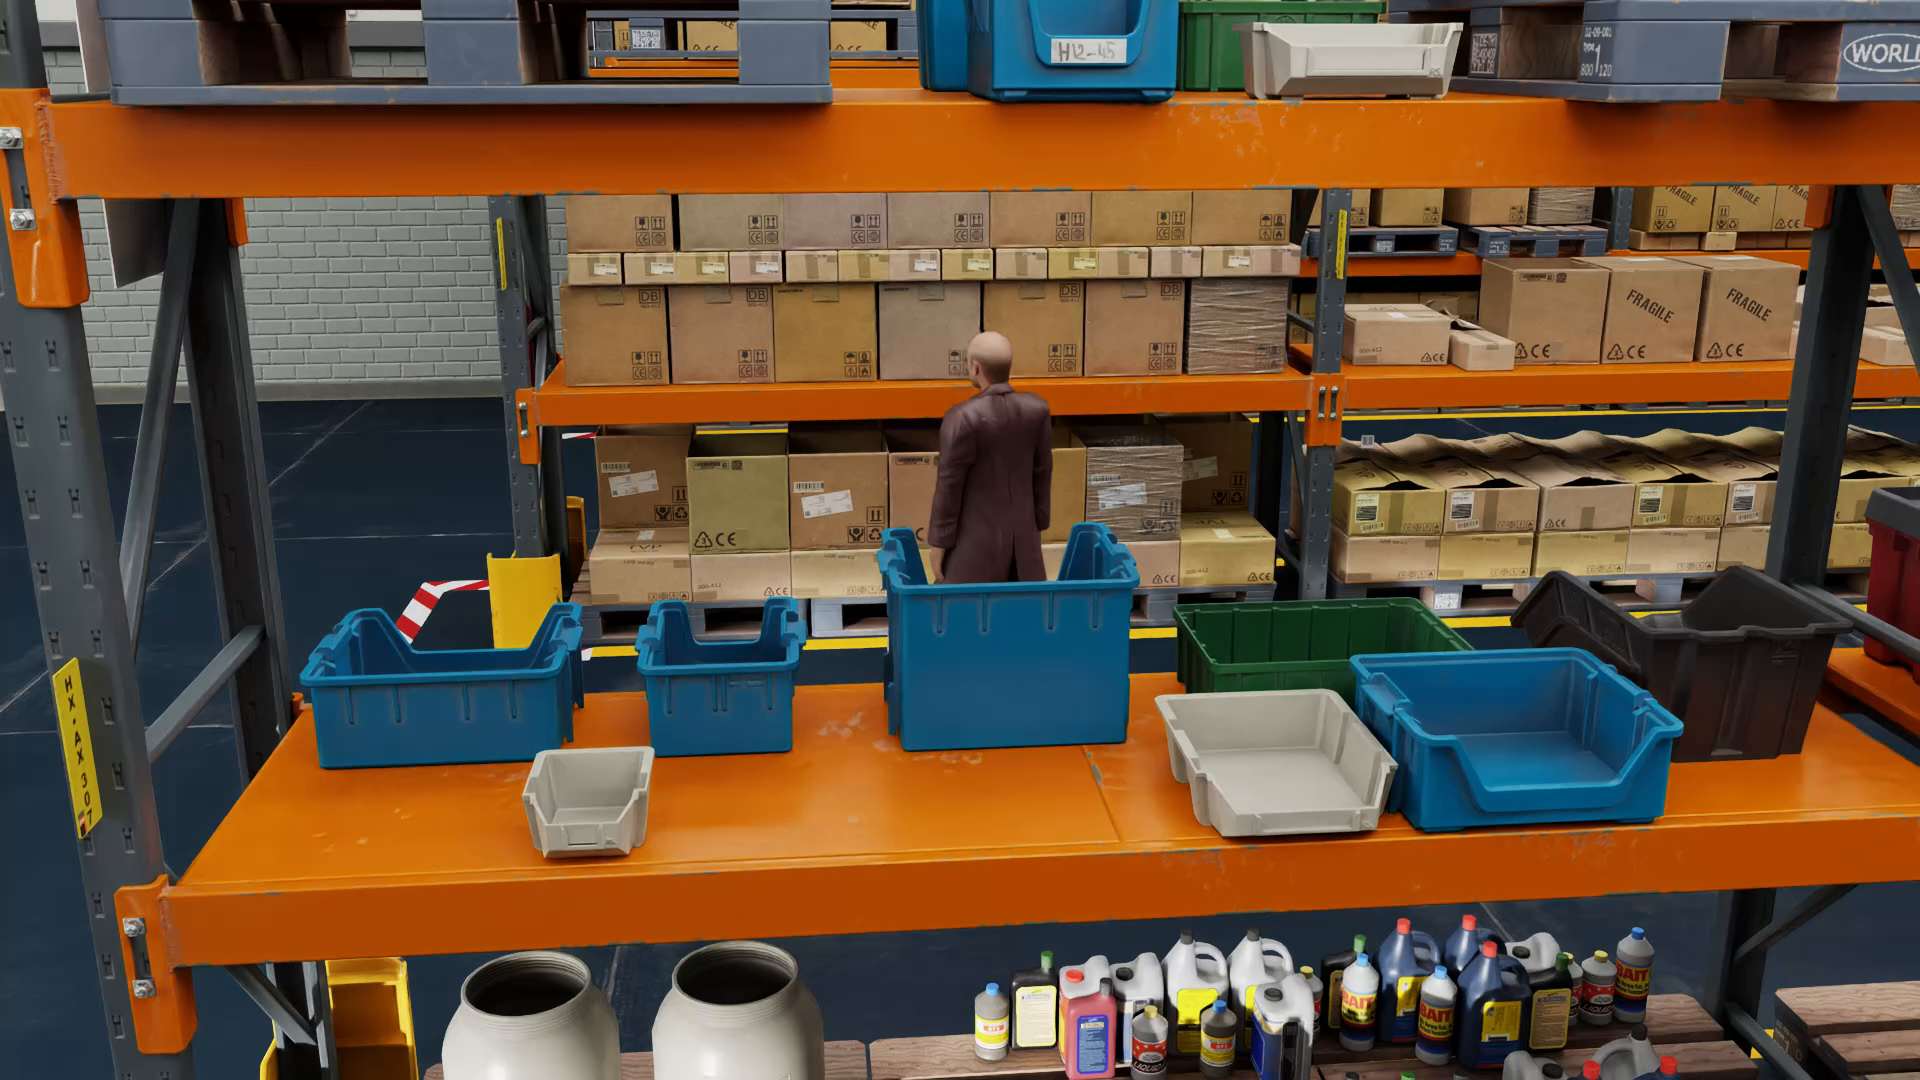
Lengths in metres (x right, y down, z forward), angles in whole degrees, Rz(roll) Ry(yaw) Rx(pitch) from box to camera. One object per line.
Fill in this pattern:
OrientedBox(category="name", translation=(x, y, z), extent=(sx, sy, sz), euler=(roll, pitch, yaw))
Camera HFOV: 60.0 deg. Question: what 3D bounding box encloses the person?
OrientedBox(category="person", translation=(0.126, 0.002, 7.099), extent=(0.609, 1.796, 0.419), euler=(-12, 20, -35))
